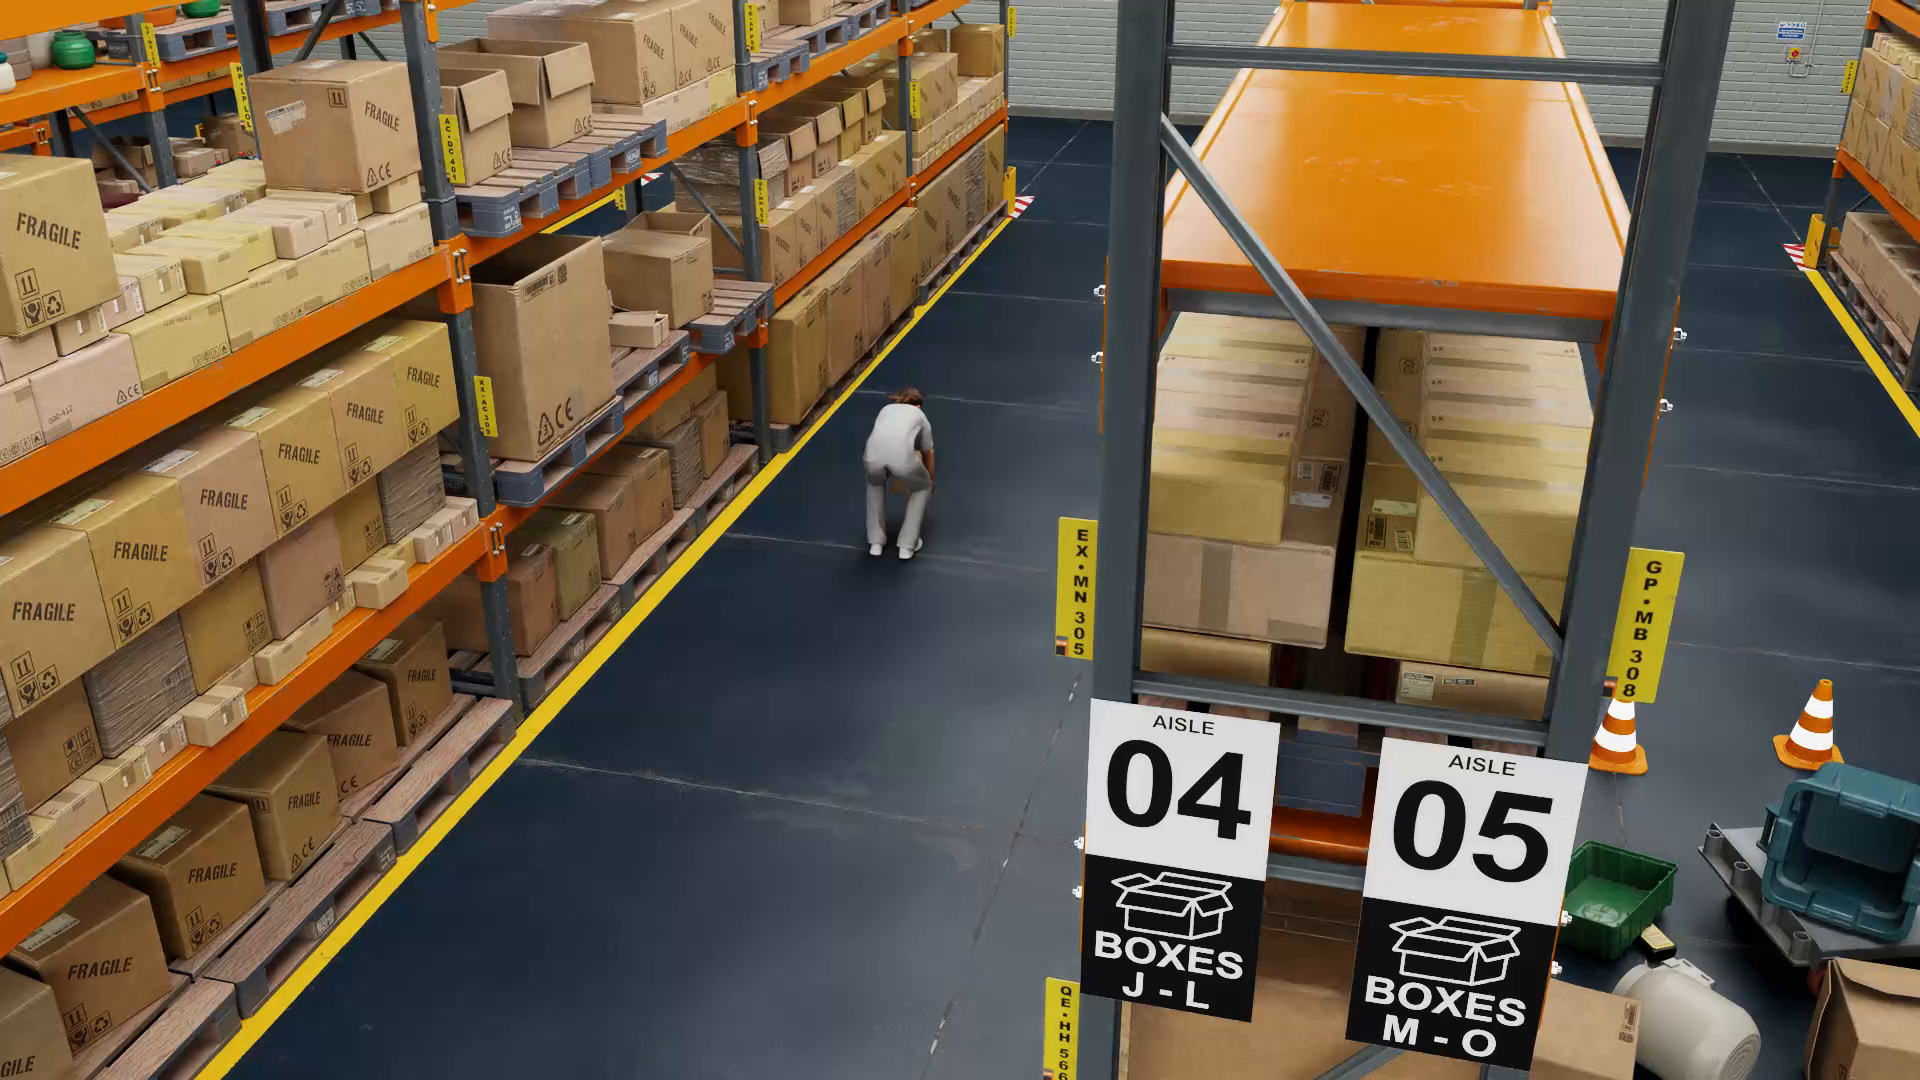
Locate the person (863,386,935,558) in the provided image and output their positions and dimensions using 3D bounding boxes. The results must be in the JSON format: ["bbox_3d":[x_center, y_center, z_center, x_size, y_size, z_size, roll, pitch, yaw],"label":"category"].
[{"bbox_3d":[-0.414,-0.475,11.440,0.466,1.040,0.866,5,26,11],"label":"person"}]
